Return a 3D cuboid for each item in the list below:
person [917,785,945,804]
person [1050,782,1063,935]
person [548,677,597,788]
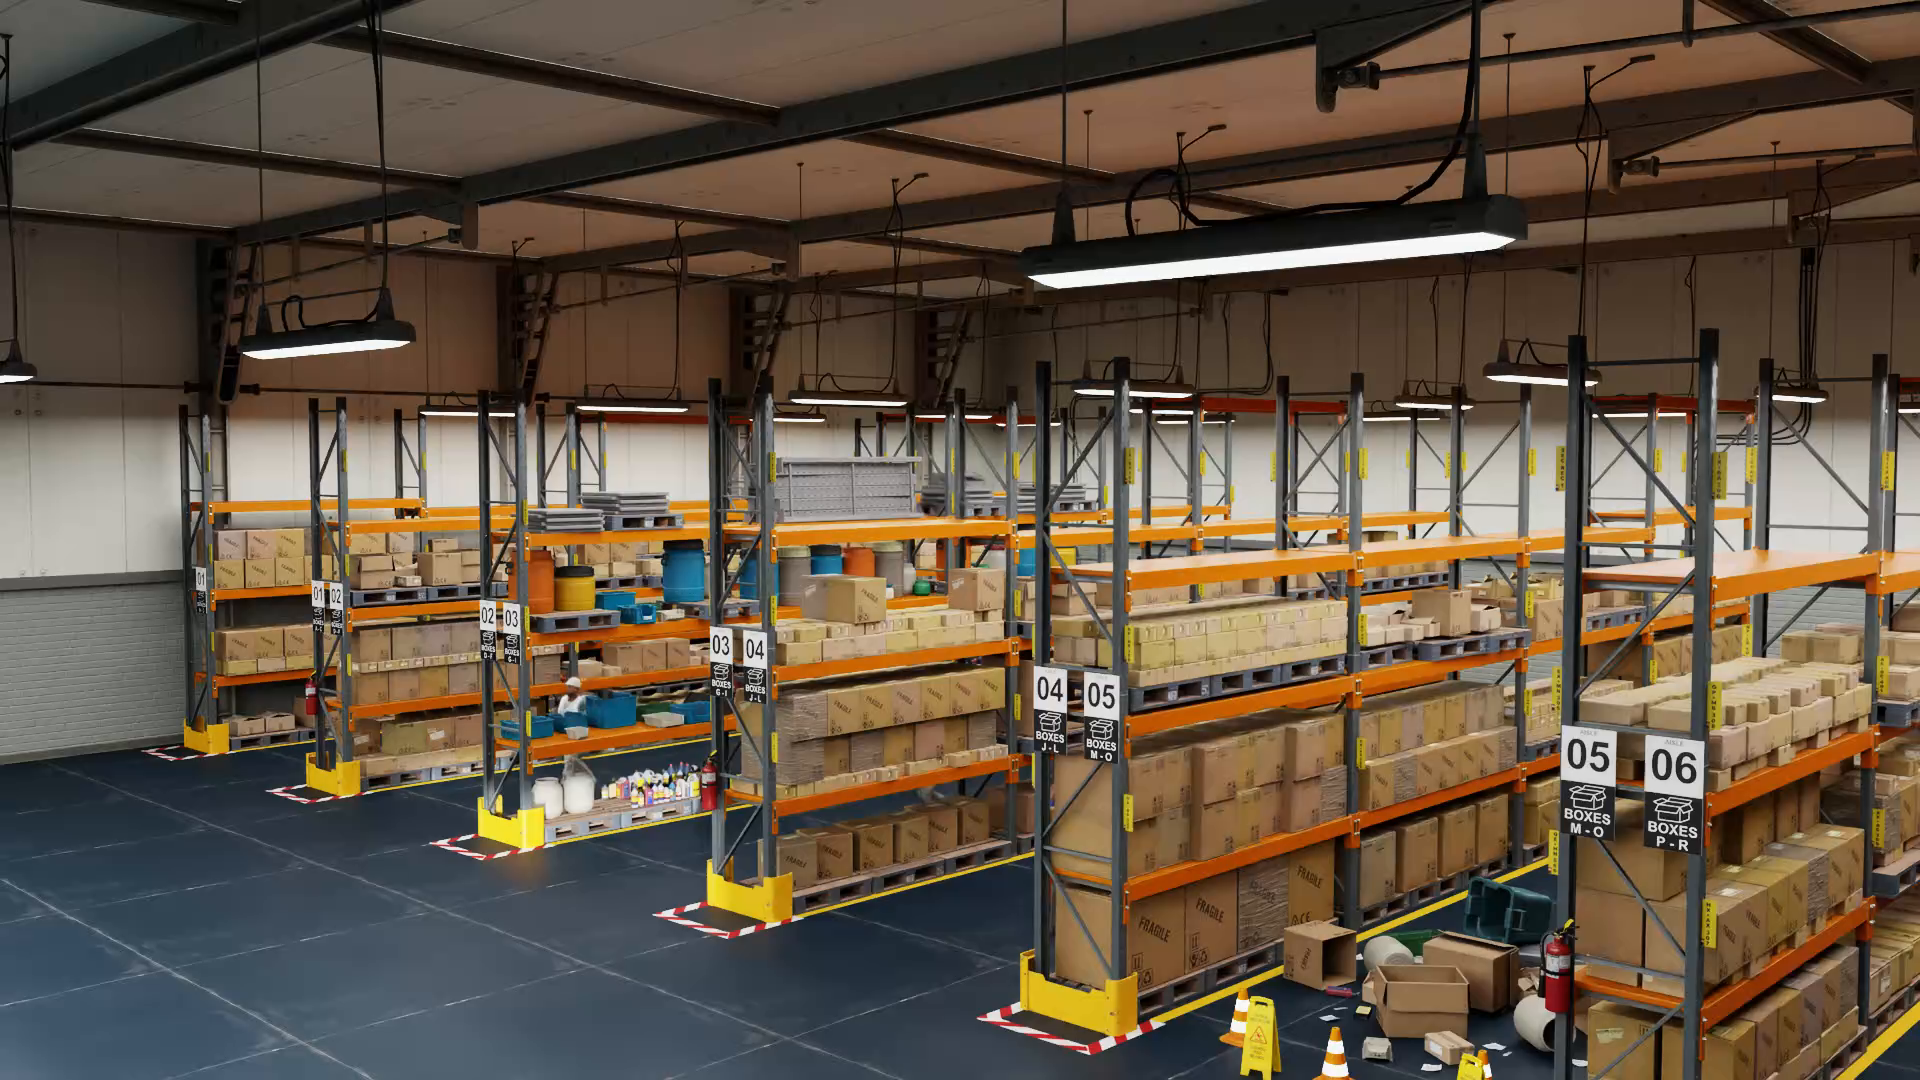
[{"bbox_3d":[-0.379,3.118,23.034,0.619,1.663,0.684,2,4,35],"label":"person"},{"bbox_3d":[1.066,3.412,18.002,0.583,1.601,0.731,2,4,34],"label":"person"},{"bbox_3d":[-5.774,2.927,24.709,0.677,1.778,0.961,3,4,40],"label":"person"}]
